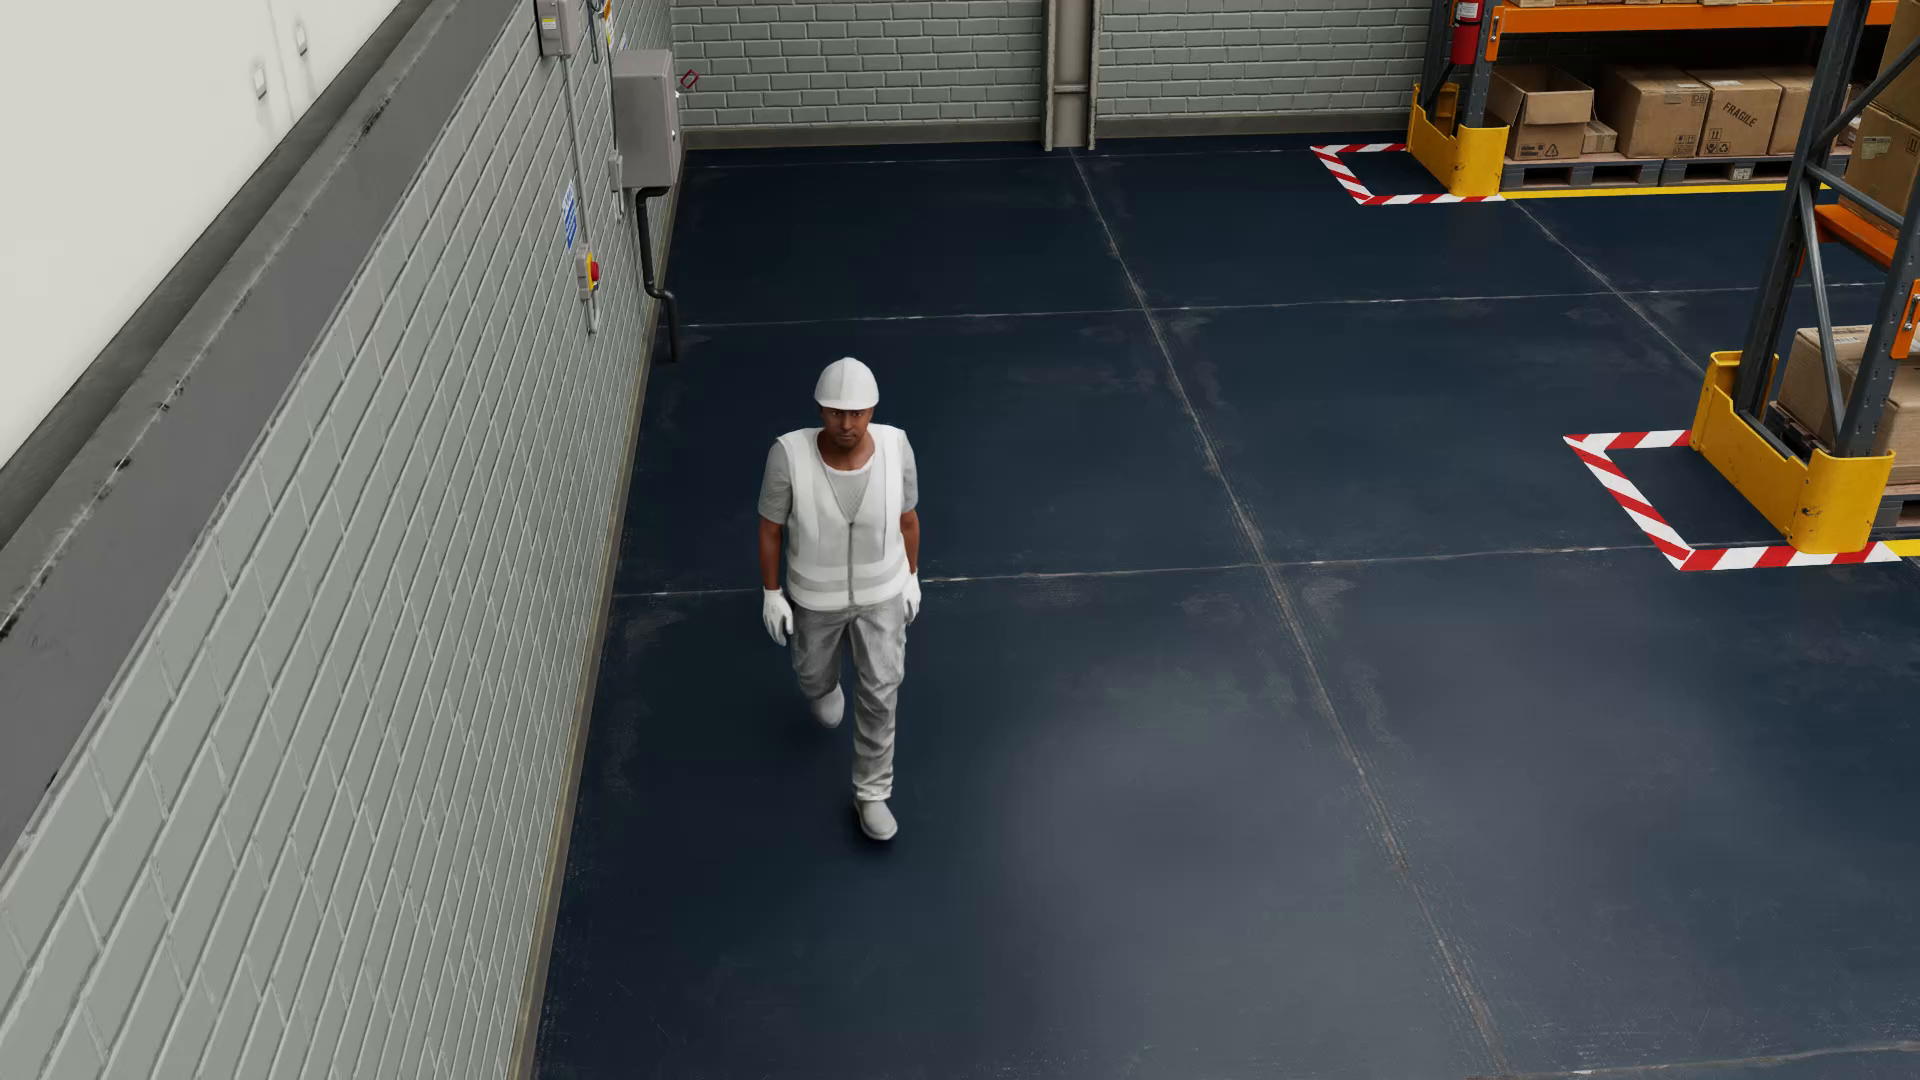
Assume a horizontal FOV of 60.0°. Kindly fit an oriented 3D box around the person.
[{"bbox_3d":[-0.421,0.138,5.871,0.571,1.762,0.892,-5,31,-8],"label":"person"}]
